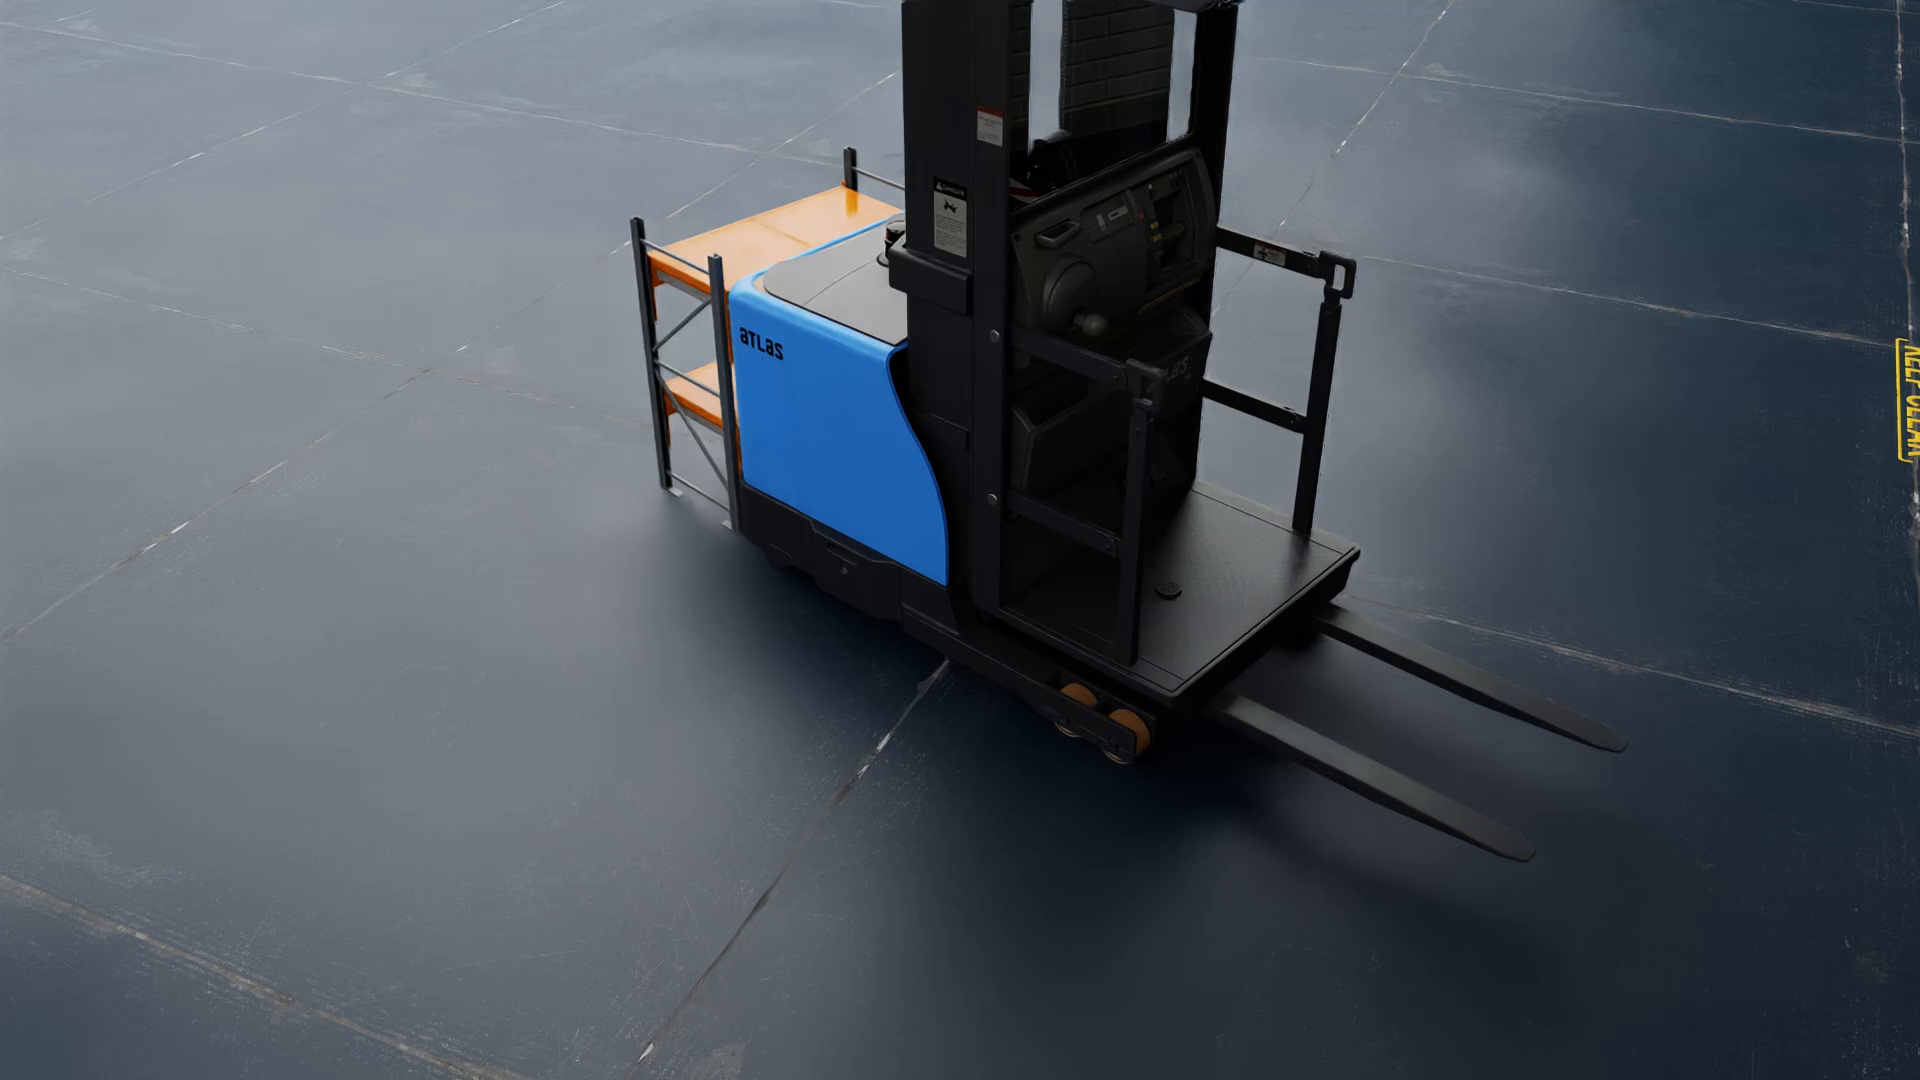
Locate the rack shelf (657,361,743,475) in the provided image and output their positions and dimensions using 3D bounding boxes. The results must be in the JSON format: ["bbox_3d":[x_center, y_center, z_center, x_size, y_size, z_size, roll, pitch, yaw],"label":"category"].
[{"bbox_3d":[-0.636,-0.581,6.557,1.000,0.278,0.538,-28,43,-36],"label":"rack shelf"}]

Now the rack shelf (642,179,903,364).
[{"bbox_3d":[-0.636,-1.031,6.262,1.000,0.278,0.538,-28,43,-36],"label":"rack shelf"}]

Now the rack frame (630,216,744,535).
[{"bbox_3d":[-0.998,-0.590,6.124,0.032,1.125,0.500,-28,43,-36],"label":"rack frame"}]

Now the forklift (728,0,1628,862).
[{"bbox_3d":[0.632,-0.856,4.882,3.031,2.935,1.130,26,41,34],"label":"forklift"}]

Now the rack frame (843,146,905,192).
[{"bbox_3d":[-0.274,-0.982,6.721,0.032,1.125,0.500,-28,43,-36],"label":"rack frame"}]

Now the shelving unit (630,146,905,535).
[{"bbox_3d":[-0.636,-0.786,6.423,1.048,1.125,0.538,-28,43,-36],"label":"shelving unit"}]
